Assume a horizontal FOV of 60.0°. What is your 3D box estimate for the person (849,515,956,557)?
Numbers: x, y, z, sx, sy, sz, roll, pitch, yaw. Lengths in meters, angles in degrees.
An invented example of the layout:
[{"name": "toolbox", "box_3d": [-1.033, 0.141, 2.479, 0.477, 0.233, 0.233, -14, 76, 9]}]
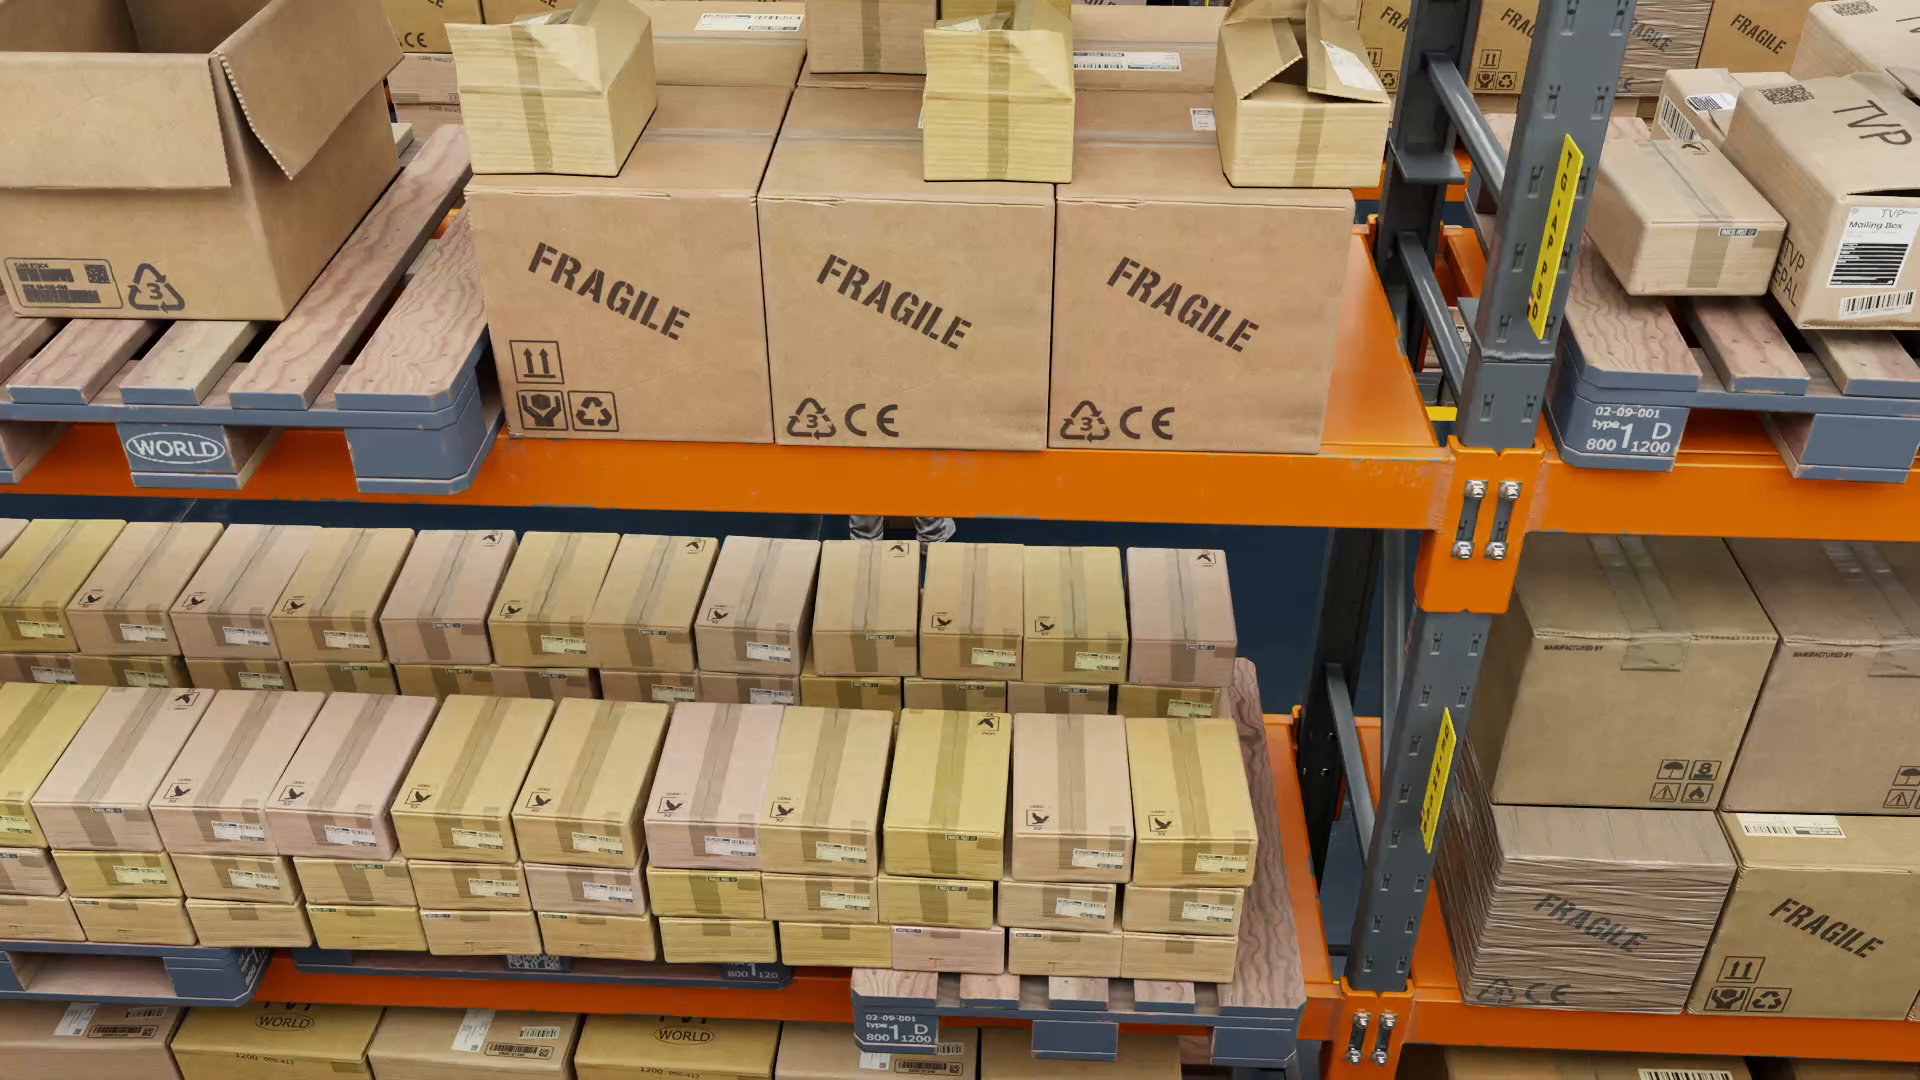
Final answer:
[{"name": "person", "box_3d": [-0.303, -0.713, 7.141, 0.618, 1.774, 0.452, 1, 35, 2]}]
